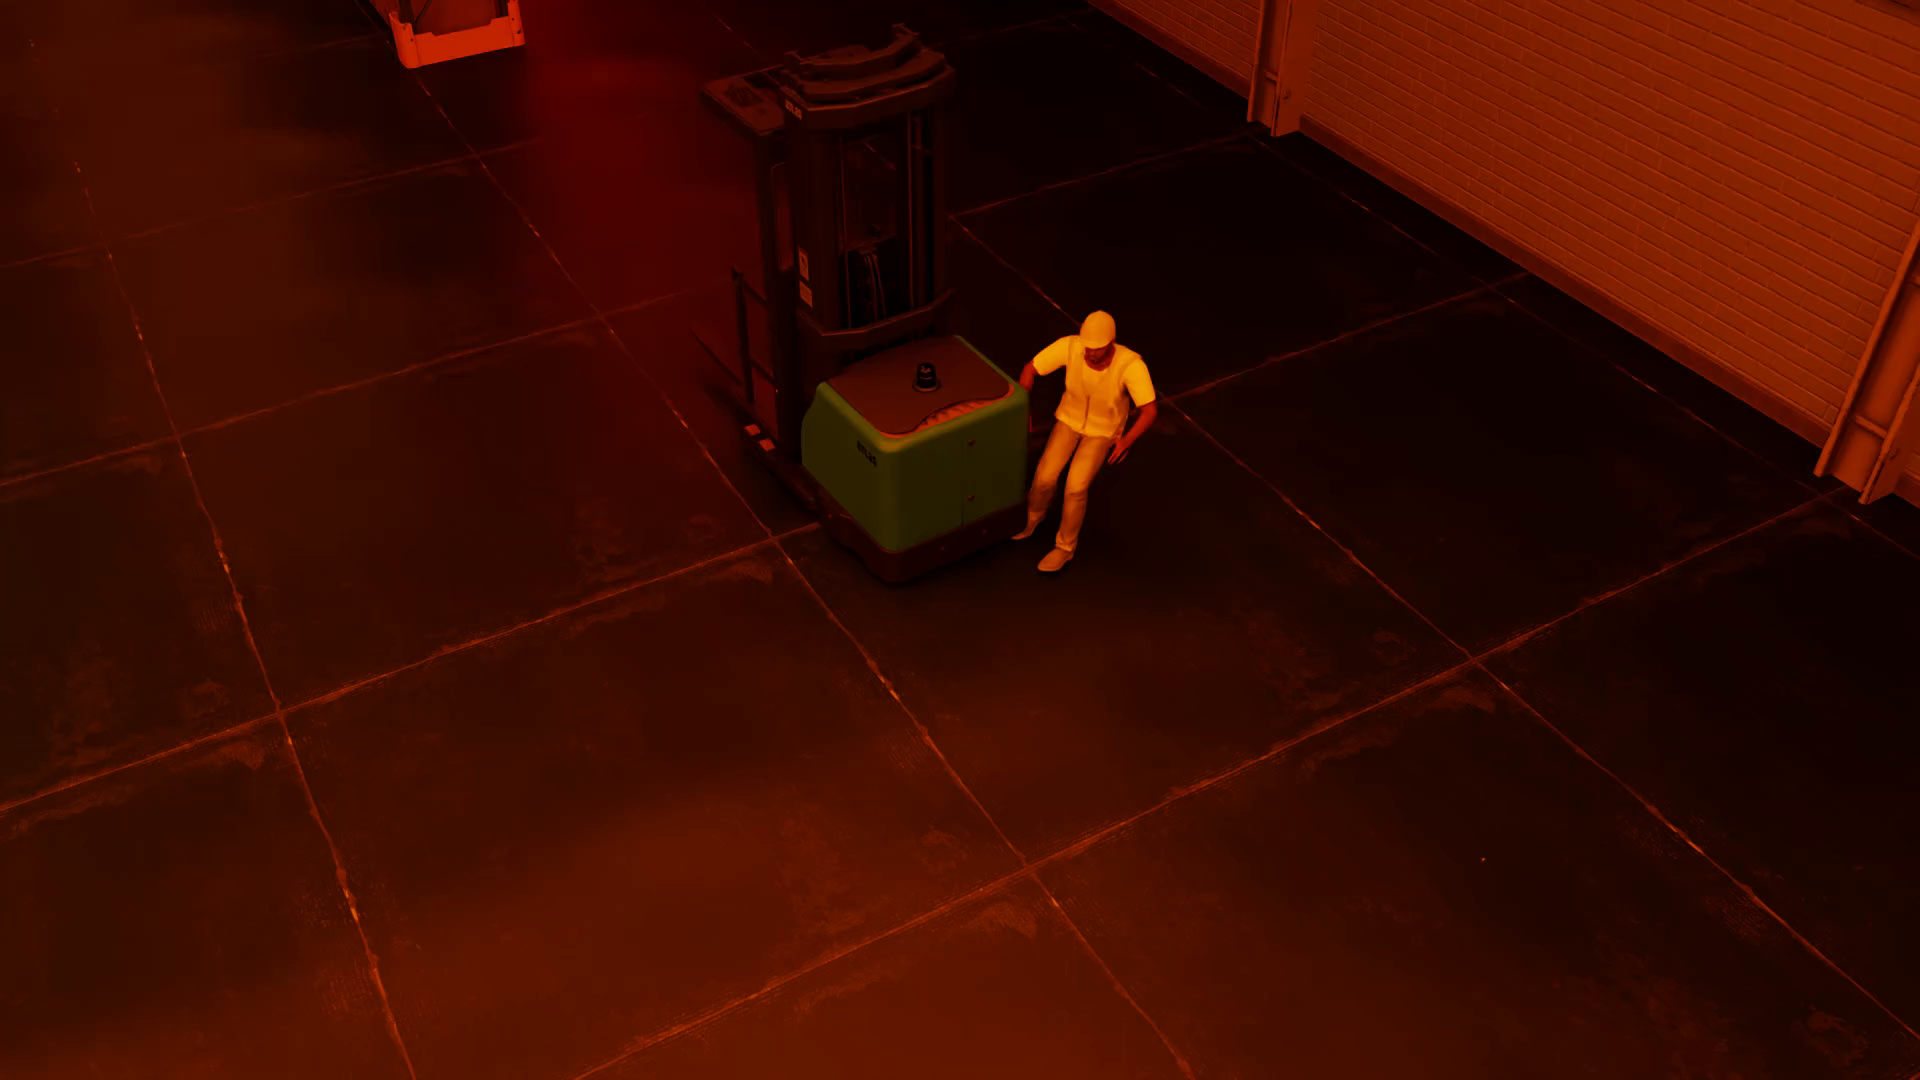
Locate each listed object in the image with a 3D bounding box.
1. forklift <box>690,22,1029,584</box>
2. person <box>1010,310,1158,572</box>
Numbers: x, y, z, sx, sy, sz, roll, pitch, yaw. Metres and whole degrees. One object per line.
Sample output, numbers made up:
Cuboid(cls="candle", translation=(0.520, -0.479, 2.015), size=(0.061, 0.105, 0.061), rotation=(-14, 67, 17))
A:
Cuboid(cls="forklift", translation=(-0.808, -1.778, 10.180), size=(1.130, 2.935, 3.031), rotation=(-23, 45, -25))
Cuboid(cls="person", translation=(0.707, -0.590, 9.890), size=(0.861, 1.541, 0.875), rotation=(12, 41, 14))
